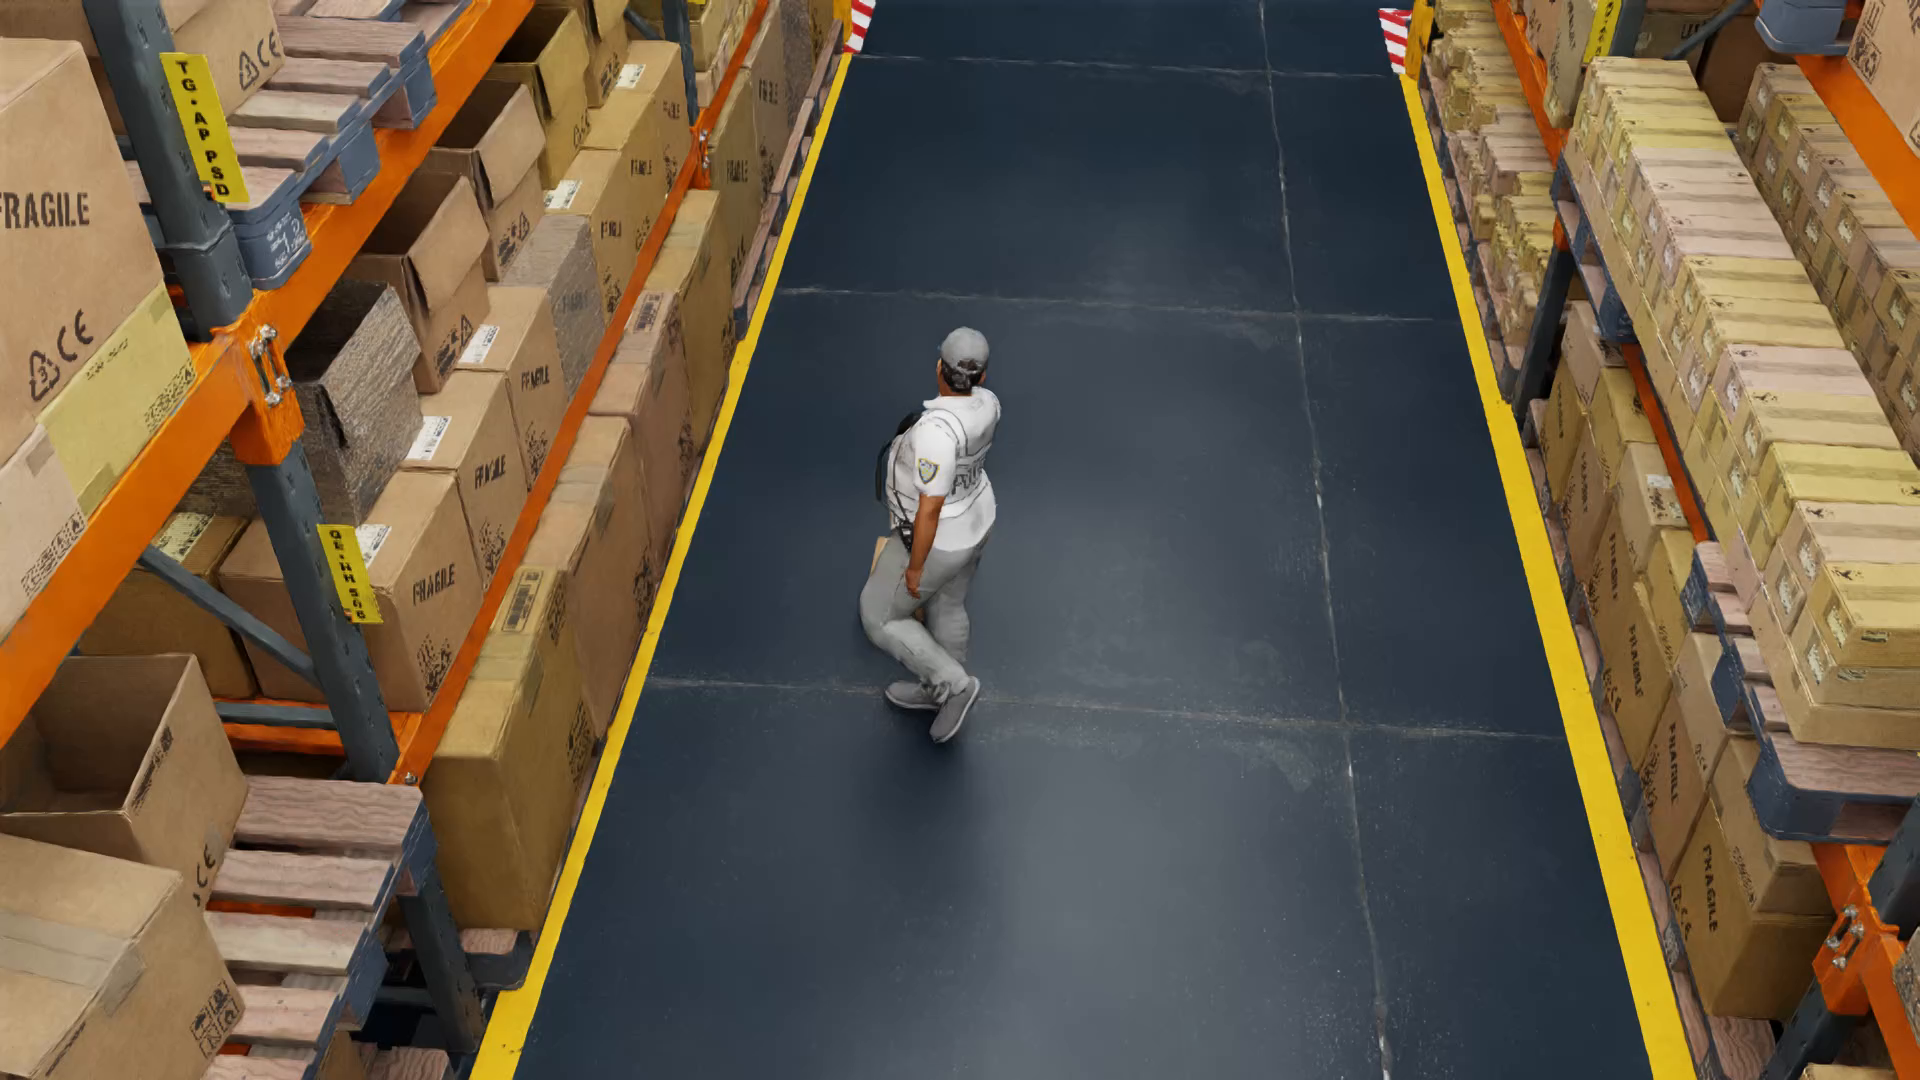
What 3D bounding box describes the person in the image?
[{"bbox_3d":[-0.077,-0.008,6.183,0.486,1.622,0.639,15,43,17],"label":"person"}]
